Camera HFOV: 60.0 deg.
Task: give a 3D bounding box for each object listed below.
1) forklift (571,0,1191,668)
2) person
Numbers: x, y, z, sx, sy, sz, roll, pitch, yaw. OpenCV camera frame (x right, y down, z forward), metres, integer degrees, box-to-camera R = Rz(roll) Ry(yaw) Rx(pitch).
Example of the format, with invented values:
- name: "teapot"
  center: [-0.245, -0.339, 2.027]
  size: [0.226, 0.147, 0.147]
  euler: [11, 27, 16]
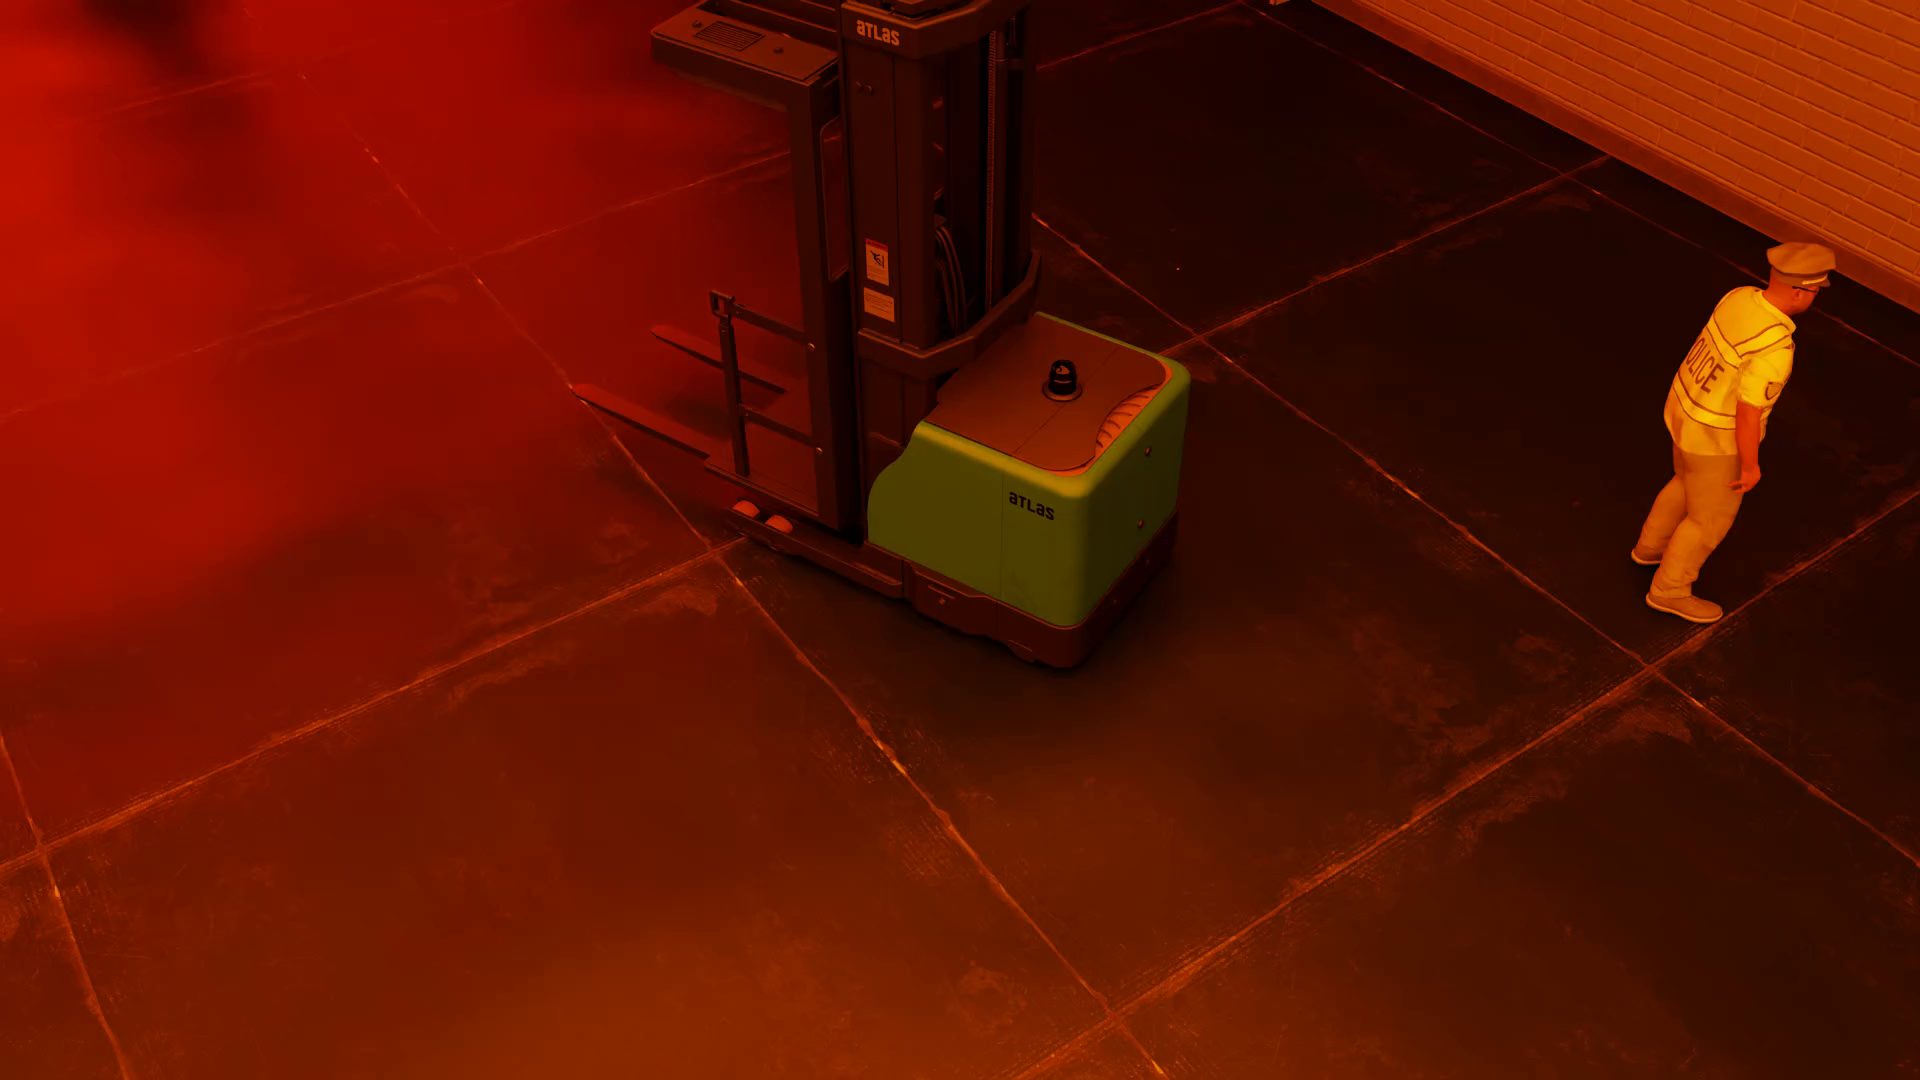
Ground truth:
- name: "forklift"
  center: [-0.511, -1.302, 7.129]
  size: [3.031, 2.935, 1.130]
  euler: [24, 48, 24]
- name: "person"
  center: [3.240, -0.472, 7.098]
  size: [0.433, 1.751, 0.605]
  euler: [2, 43, 3]
